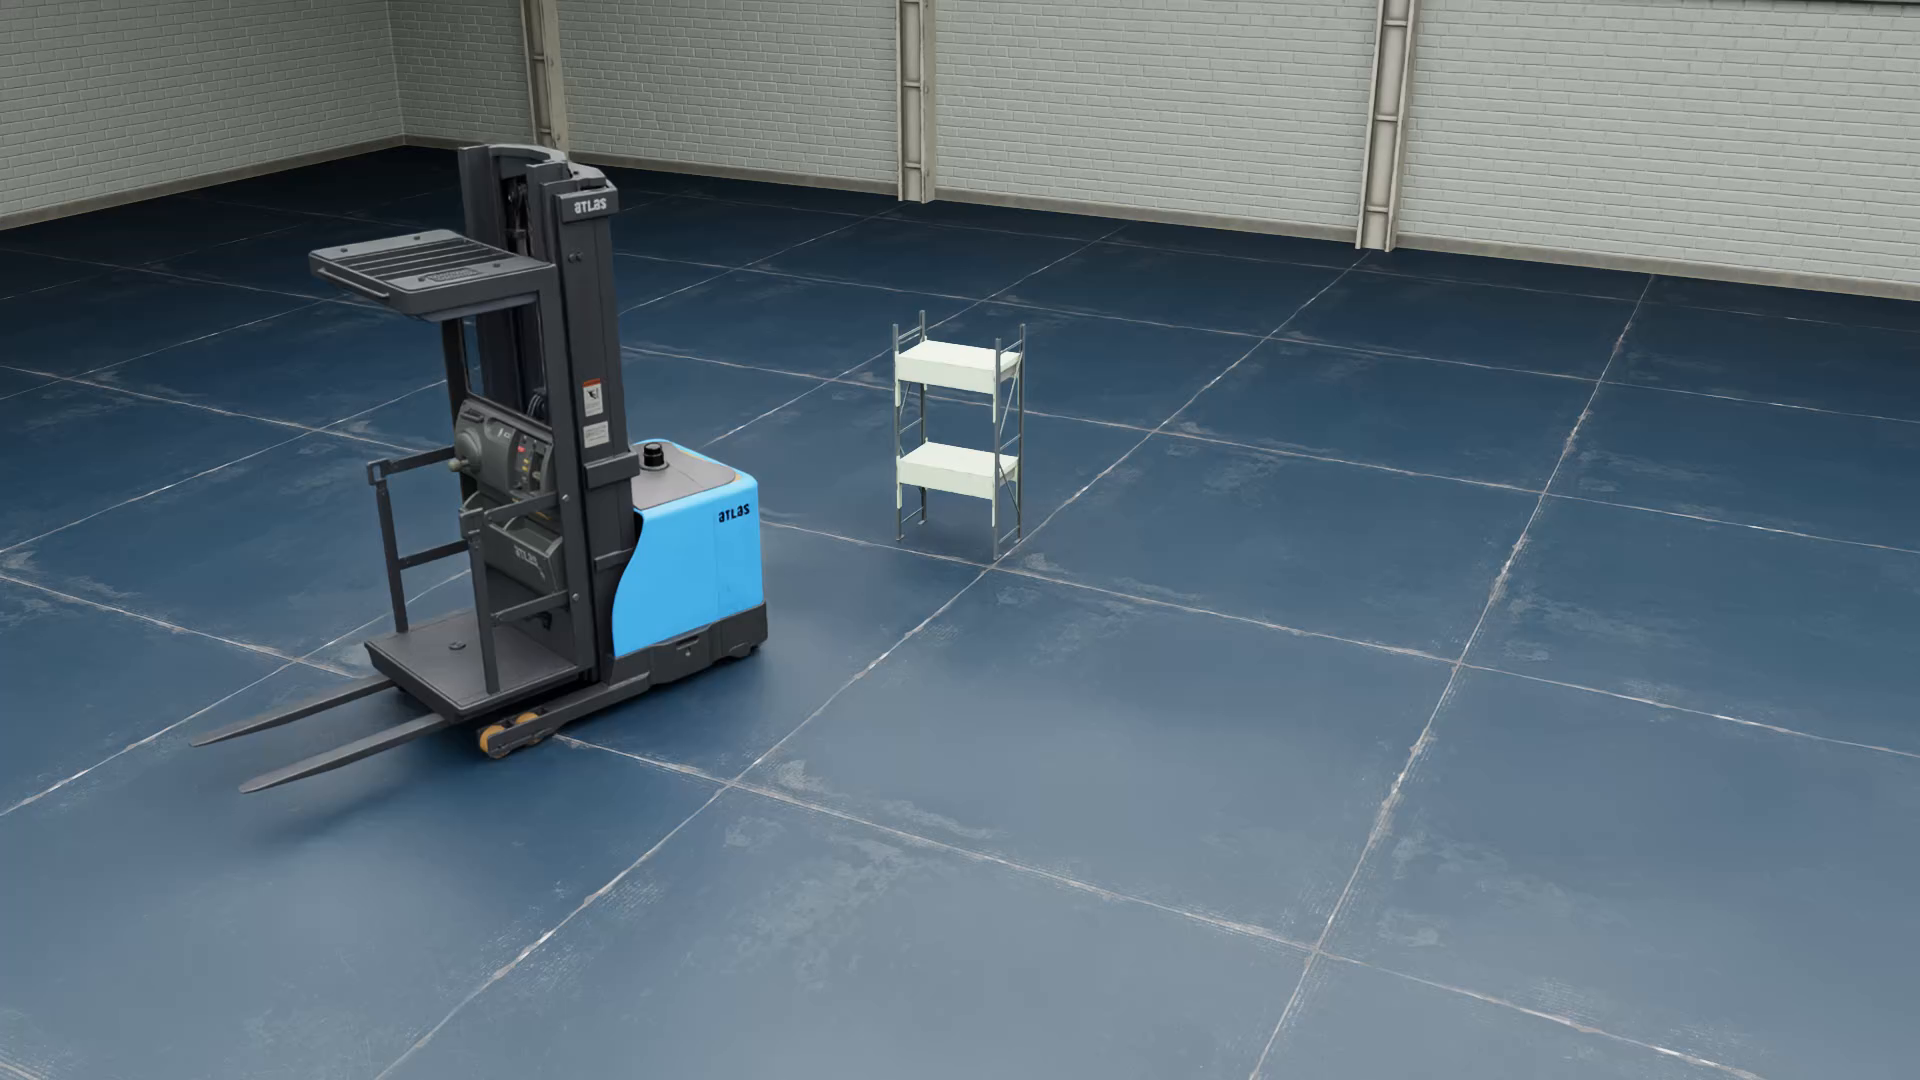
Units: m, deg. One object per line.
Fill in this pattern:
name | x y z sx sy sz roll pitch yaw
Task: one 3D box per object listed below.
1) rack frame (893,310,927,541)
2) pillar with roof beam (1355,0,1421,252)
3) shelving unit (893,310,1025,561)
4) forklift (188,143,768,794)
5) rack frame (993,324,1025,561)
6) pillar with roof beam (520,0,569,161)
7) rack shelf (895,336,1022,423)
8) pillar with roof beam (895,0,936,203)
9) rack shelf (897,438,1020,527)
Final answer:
rack frame | -0.333 -0.756 11.111 0.023 1.500 0.400 11 25 25
pillar with roof beam | 2.851 -6.014 13.893 0.400 9.000 9.100 11 25 25
shelving unit | -0.006 -0.691 10.959 0.755 1.500 0.431 11 25 25
forklift | -2.536 -0.450 8.562 3.031 2.935 1.130 -21 31 -40
rack frame | 0.321 -0.627 10.807 0.023 1.500 0.400 11 25 25
pillar with roof beam | -7.858 -8.133 18.876 0.400 9.000 9.100 11 25 25
rack shelf | -0.006 -1.050 10.807 0.720 0.370 0.431 11 25 25
pillar with roof beam | -2.503 -7.074 16.385 0.400 9.000 9.100 11 25 25
rack shelf | -0.006 -0.391 11.087 0.720 0.370 0.431 11 25 25
